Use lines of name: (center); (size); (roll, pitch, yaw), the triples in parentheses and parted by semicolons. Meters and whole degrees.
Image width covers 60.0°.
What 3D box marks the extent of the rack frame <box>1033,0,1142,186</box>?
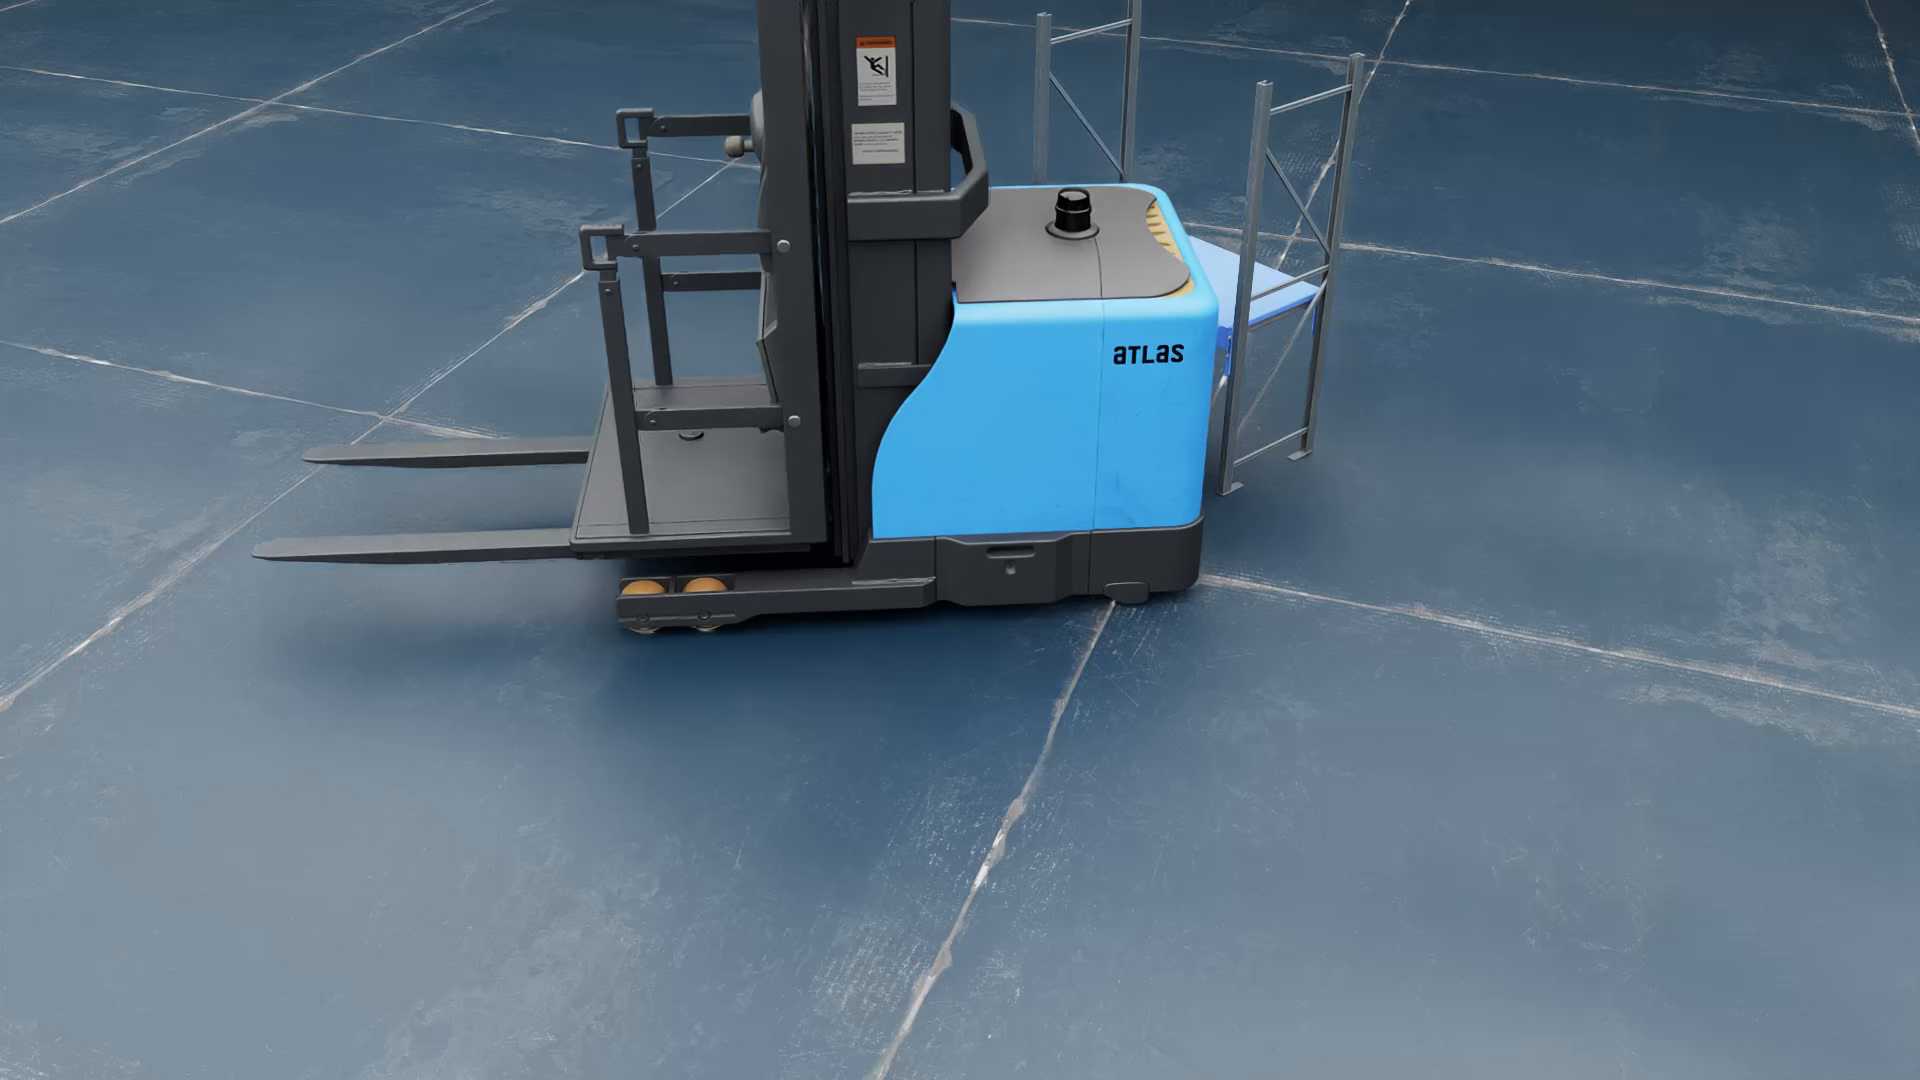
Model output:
rack frame: (0.470, -1.300, 6.380); (0.500, 1.500, 0.032); (-25, 40, -33)

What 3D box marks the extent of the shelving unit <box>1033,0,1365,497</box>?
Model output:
shelving unit: (0.799, -1.089, 6.055); (0.538, 1.500, 1.048); (-25, 40, -33)

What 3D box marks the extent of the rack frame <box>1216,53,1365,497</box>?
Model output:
rack frame: (1.127, -0.879, 5.729); (0.500, 1.500, 0.032); (-25, 40, -33)

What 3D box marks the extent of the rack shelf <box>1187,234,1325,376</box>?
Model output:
rack shelf: (0.799, -0.938, 6.152); (0.538, 0.185, 1.000); (-25, 40, -33)

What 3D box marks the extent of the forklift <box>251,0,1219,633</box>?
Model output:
forklift: (-0.759, -1.234, 4.959); (3.031, 2.935, 1.130); (-2, 33, -3)
